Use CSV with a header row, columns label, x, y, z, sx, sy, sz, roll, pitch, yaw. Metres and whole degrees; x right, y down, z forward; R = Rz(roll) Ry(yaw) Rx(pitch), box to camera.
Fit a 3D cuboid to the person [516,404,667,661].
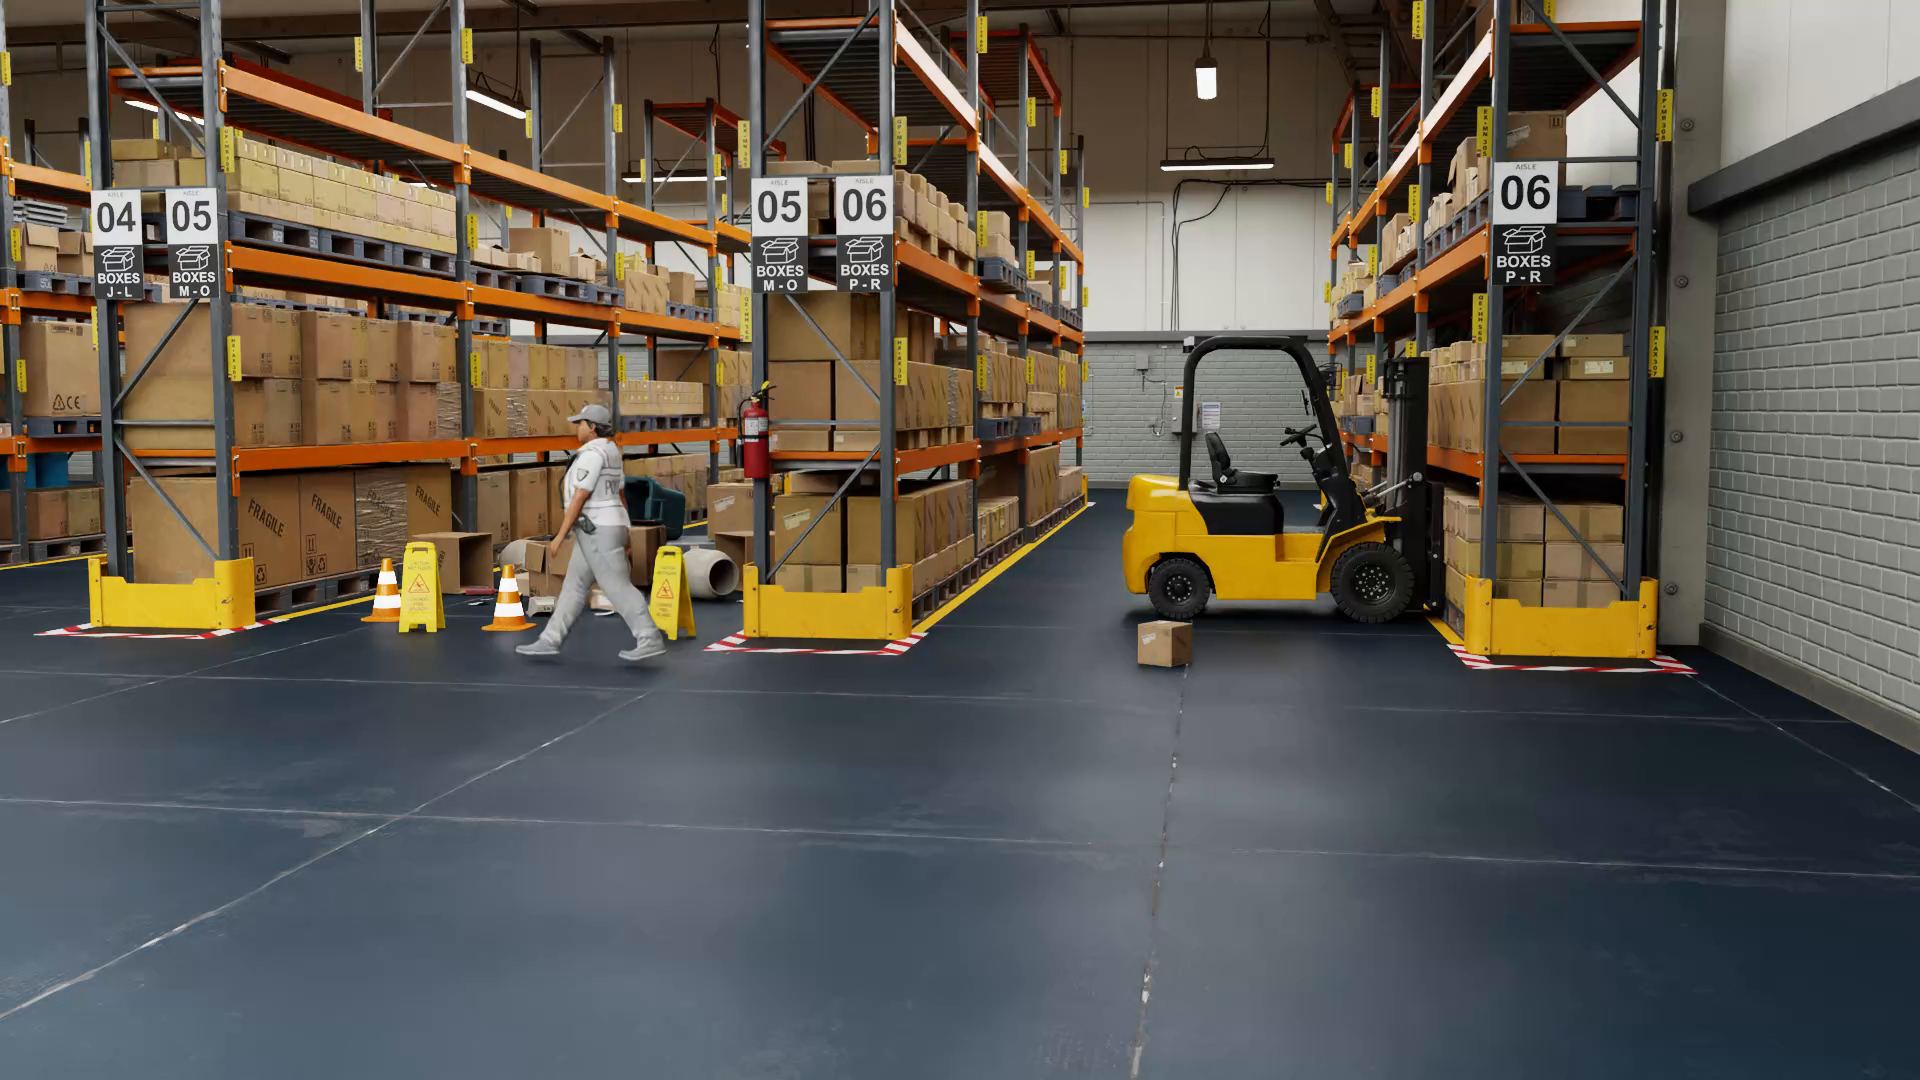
label,x,y,z,sx,sy,sz,roll,pitch,yaw
person,-2.338,-0.051,10.432,1.010,1.598,0.526,0,5,2
